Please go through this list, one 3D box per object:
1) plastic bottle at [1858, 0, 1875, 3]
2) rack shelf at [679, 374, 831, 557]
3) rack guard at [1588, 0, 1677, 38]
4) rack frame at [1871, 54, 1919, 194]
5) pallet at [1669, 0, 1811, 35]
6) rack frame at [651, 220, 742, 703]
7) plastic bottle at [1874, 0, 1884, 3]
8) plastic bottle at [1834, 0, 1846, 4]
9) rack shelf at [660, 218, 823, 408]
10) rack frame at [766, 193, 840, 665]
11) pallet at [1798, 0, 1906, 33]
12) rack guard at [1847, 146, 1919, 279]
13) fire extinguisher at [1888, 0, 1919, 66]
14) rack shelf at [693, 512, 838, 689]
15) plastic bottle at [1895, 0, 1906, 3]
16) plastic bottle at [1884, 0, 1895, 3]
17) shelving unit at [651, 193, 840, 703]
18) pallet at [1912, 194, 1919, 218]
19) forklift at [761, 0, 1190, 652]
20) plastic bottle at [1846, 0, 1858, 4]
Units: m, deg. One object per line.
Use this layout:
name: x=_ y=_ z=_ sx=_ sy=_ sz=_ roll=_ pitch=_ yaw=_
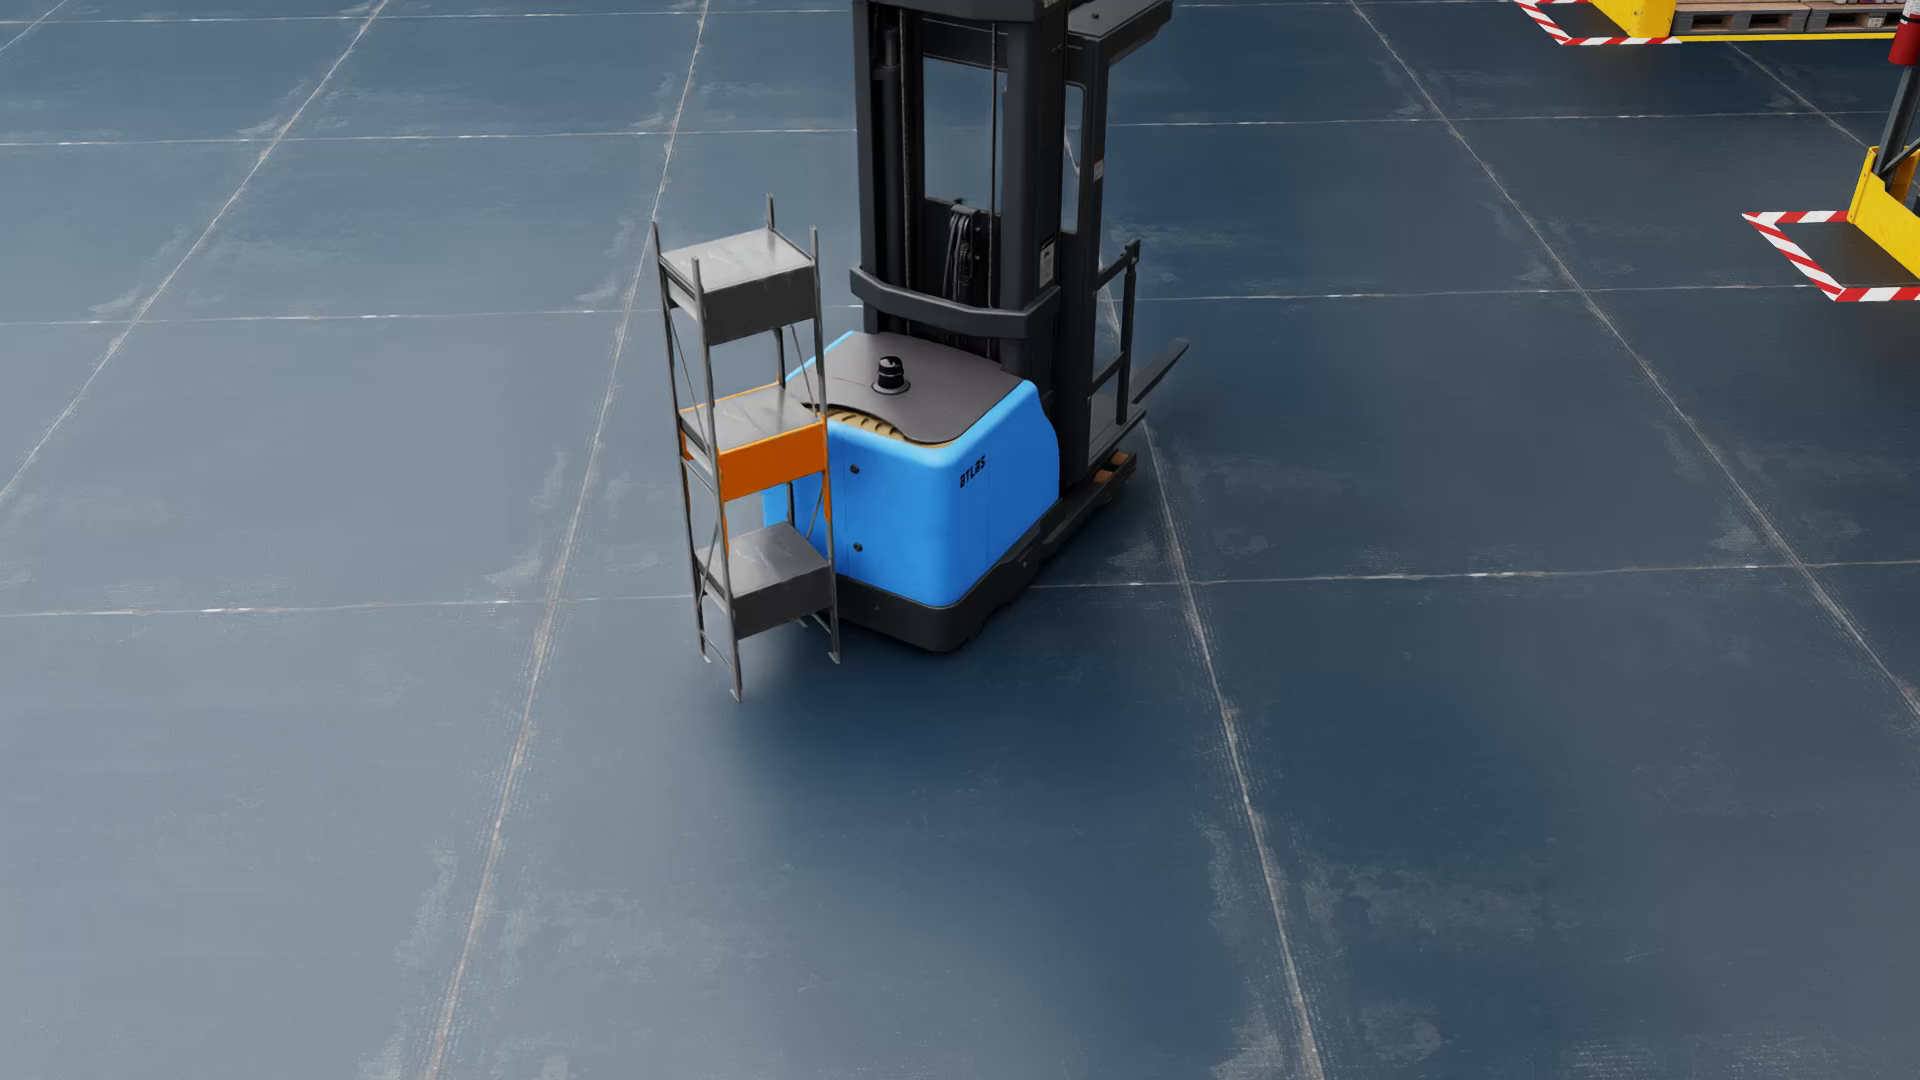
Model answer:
plastic bottle: x=8.038 y=-4.886 z=14.674 sx=0.133 sy=0.283 sz=0.061 roll=-1 pitch=35 yaw=-1
rack shelf: x=-0.855 y=-0.315 z=6.885 sx=0.480 sy=0.518 sz=0.431 roll=-20 pitch=39 yaw=-26
rack guard: x=6.059 y=-4.955 z=14.971 sx=0.348 sy=0.500 sz=1.175 roll=-2 pitch=35 yaw=-2
rack frame: x=6.219 y=-3.139 z=10.150 sx=0.127 sy=3.000 sz=1.000 roll=-2 pitch=35 yaw=-2
pallet: x=6.870 y=-4.856 z=15.081 sx=1.213 sy=0.211 sz=1.003 roll=-2 pitch=35 yaw=-2
rack frame: x=-1.061 y=-0.252 z=6.770 sx=0.015 sy=2.100 sz=0.400 roll=-20 pitch=39 yaw=-26
plastic bottle: x=8.153 y=-4.895 z=14.697 sx=0.097 sy=0.271 sz=0.097 roll=0 pitch=35 yaw=0
plastic bottle: x=7.811 y=-4.885 z=14.684 sx=0.097 sy=0.271 sz=0.097 roll=0 pitch=35 yaw=0
rack shelf: x=-0.855 y=-0.891 z=6.486 sx=0.480 sy=0.518 sz=0.431 roll=-20 pitch=39 yaw=-26
rack frame: x=-0.649 y=-0.401 z=6.984 sx=0.015 sy=2.100 sz=0.400 roll=-20 pitch=39 yaw=-26
pallet: x=8.086 y=-4.887 z=15.126 sx=1.213 sy=0.211 sz=1.003 roll=-2 pitch=35 yaw=-2
rack guard: x=6.295 y=-2.113 z=10.864 sx=0.348 sy=0.500 sz=1.175 roll=-2 pitch=35 yaw=-2
fire extinguisher: x=6.083 y=-3.366 z=10.546 sx=0.183 sy=0.674 sz=0.296 roll=-2 pitch=35 yaw=-2
rack shelf: x=-0.855 y=0.260 z=7.283 sx=0.480 sy=0.518 sz=0.431 roll=-20 pitch=39 yaw=-26
plastic bottle: x=8.352 y=-4.871 z=14.725 sx=0.097 sy=0.201 sz=0.097 roll=0 pitch=35 yaw=0
plastic bottle: x=8.253 y=-4.897 z=14.701 sx=0.097 sy=0.271 sz=0.097 roll=0 pitch=35 yaw=0
shelving unit: x=-0.855 y=-0.327 z=6.877 sx=0.503 sy=2.100 sz=0.431 roll=-20 pitch=39 yaw=-26
pallet: x=7.109 y=-1.996 z=10.949 sx=1.213 sy=0.211 sz=1.003 roll=-2 pitch=35 yaw=-2
forklift: x=0.262 y=-1.519 z=7.870 sx=1.130 sy=2.935 sz=3.031 roll=18 pitch=39 yaw=25
plastic bottle: x=7.914 y=-4.859 z=14.708 sx=0.097 sy=0.201 sz=0.097 roll=0 pitch=35 yaw=0
